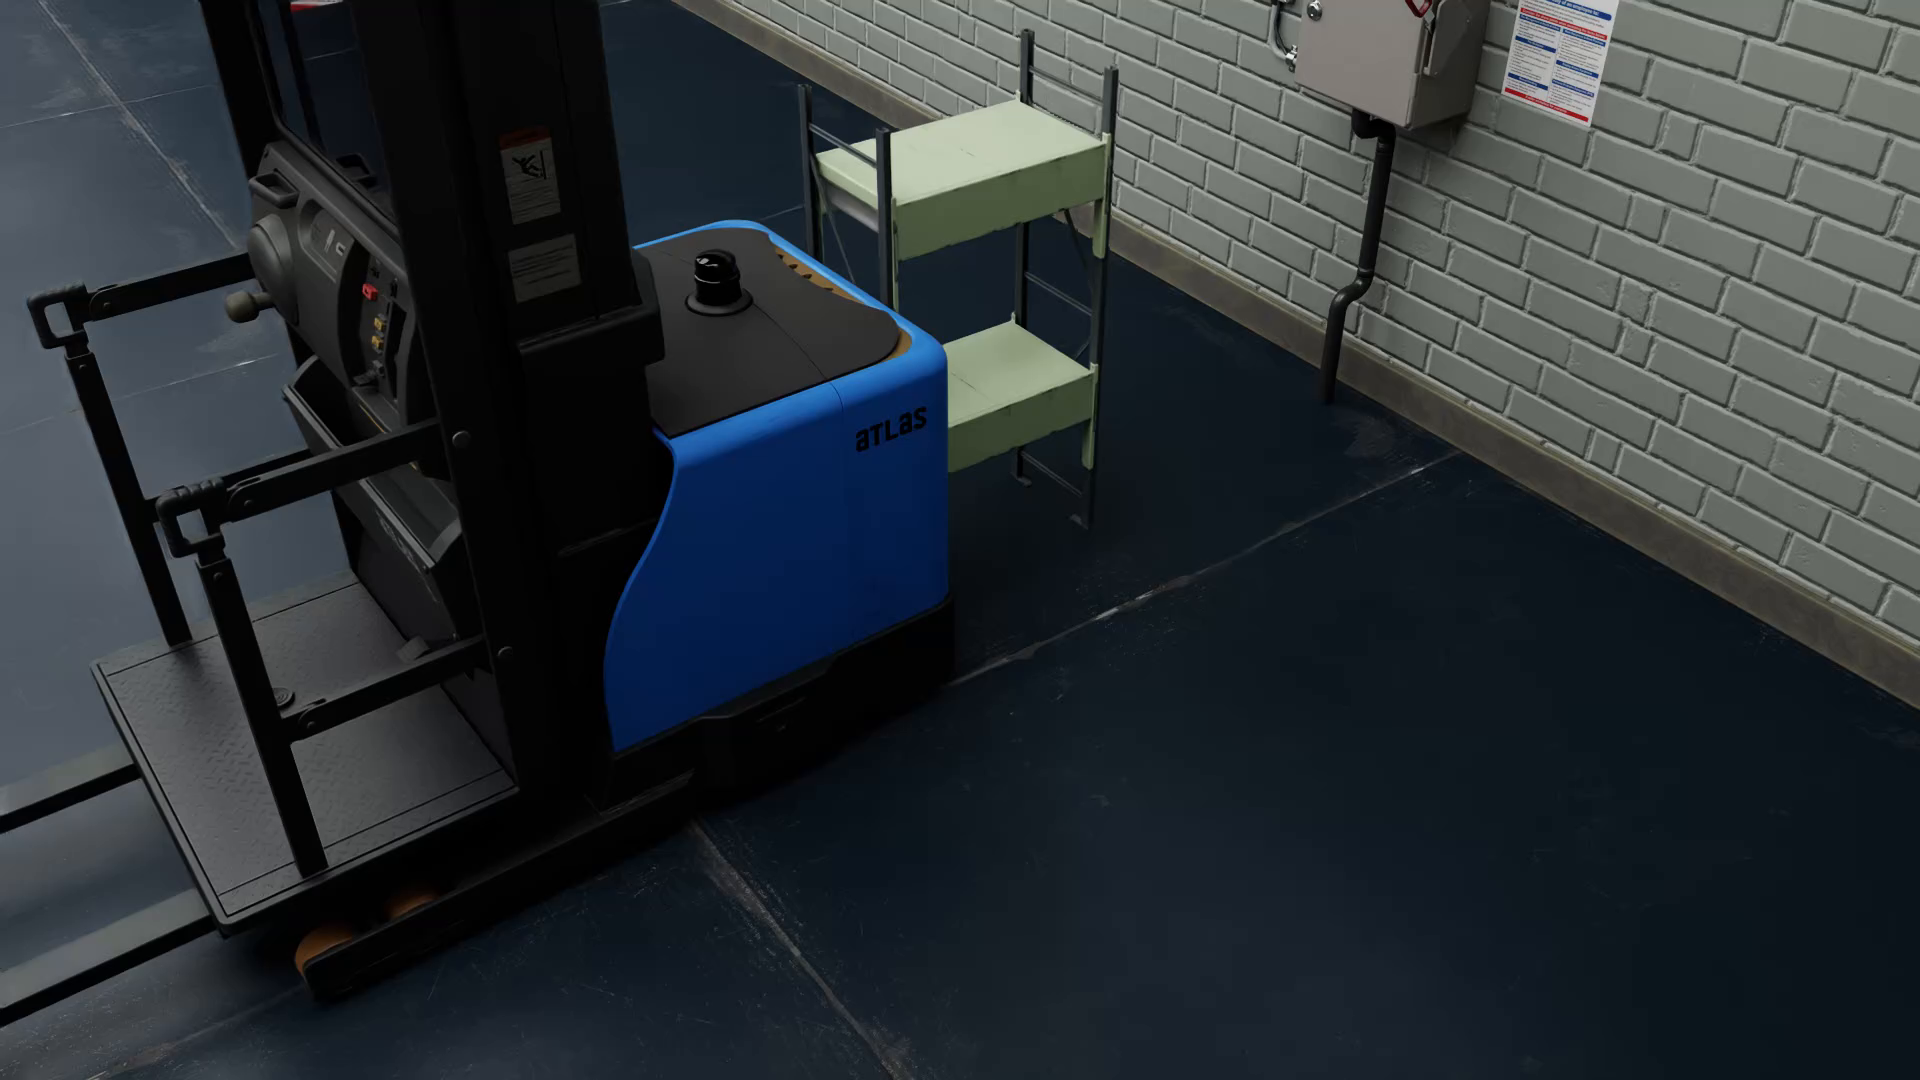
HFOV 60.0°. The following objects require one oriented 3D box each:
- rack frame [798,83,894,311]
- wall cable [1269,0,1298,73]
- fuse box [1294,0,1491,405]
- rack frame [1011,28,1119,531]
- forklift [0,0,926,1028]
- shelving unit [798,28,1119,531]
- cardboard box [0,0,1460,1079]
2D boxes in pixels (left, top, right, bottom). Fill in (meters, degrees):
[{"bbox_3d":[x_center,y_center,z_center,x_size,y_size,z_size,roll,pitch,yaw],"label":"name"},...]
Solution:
[{"bbox_3d":[-0.296,-0.485,4.640,0.023,1.500,0.400,-23,42,-28],"label":"rack frame"},{"bbox_3d":[1.030,-2.482,5.262,0.122,1.984,0.588,-22,41,-28],"label":"wall cable"},{"bbox_3d":[1.294,-1.168,5.408,0.414,1.711,0.539,-22,41,-28],"label":"fuse box"},{"bbox_3d":[0.297,-0.735,4.988,0.023,1.500,0.400,-23,42,-28],"label":"rack frame"},{"bbox_3d":[-1.542,-0.454,3.447,2.937,2.843,1.107,-24,42,-29],"label":"forklift"},{"bbox_3d":[0.000,-0.610,4.814,0.755,1.500,0.400,-23,42,-28],"label":"shelving unit"},{"bbox_3d":[-5.440,-0.091,4.049,13.522,1.550,6.103,-23,42,-29],"label":"cardboard box"}]
